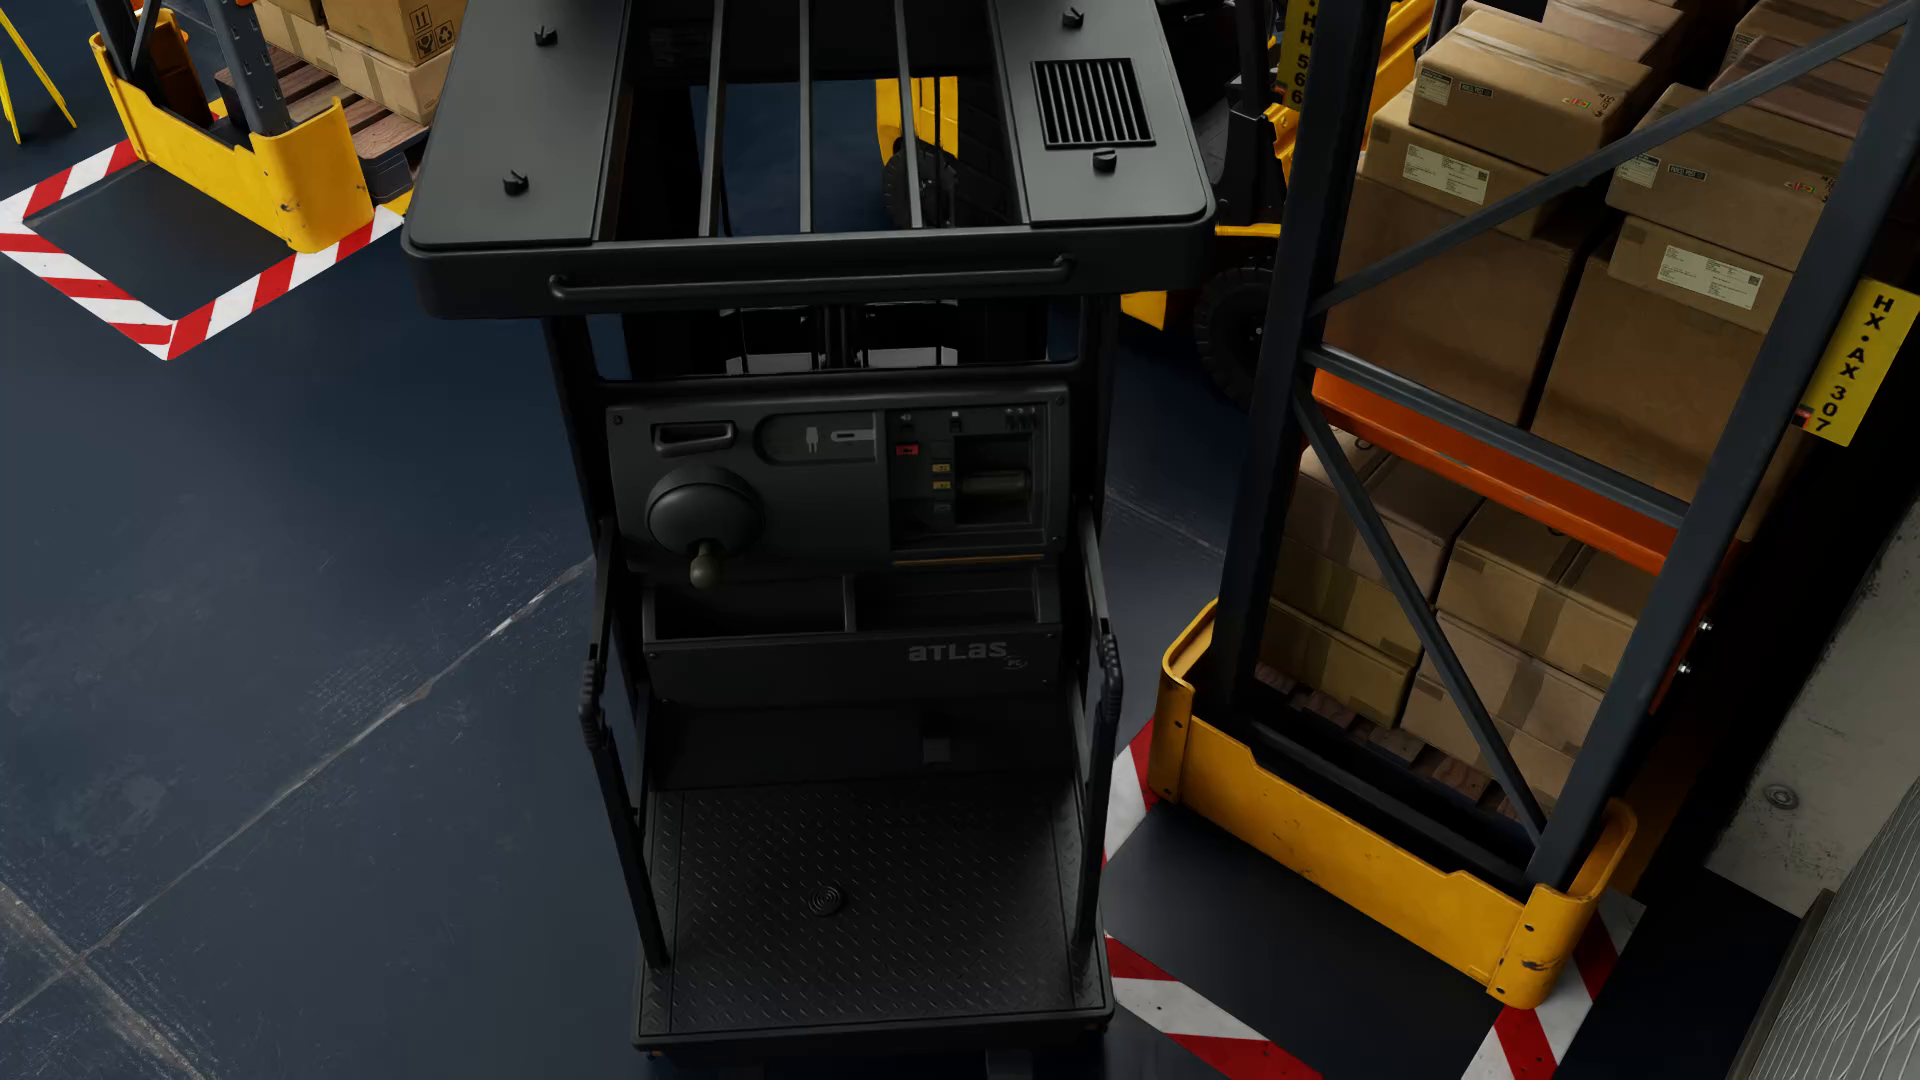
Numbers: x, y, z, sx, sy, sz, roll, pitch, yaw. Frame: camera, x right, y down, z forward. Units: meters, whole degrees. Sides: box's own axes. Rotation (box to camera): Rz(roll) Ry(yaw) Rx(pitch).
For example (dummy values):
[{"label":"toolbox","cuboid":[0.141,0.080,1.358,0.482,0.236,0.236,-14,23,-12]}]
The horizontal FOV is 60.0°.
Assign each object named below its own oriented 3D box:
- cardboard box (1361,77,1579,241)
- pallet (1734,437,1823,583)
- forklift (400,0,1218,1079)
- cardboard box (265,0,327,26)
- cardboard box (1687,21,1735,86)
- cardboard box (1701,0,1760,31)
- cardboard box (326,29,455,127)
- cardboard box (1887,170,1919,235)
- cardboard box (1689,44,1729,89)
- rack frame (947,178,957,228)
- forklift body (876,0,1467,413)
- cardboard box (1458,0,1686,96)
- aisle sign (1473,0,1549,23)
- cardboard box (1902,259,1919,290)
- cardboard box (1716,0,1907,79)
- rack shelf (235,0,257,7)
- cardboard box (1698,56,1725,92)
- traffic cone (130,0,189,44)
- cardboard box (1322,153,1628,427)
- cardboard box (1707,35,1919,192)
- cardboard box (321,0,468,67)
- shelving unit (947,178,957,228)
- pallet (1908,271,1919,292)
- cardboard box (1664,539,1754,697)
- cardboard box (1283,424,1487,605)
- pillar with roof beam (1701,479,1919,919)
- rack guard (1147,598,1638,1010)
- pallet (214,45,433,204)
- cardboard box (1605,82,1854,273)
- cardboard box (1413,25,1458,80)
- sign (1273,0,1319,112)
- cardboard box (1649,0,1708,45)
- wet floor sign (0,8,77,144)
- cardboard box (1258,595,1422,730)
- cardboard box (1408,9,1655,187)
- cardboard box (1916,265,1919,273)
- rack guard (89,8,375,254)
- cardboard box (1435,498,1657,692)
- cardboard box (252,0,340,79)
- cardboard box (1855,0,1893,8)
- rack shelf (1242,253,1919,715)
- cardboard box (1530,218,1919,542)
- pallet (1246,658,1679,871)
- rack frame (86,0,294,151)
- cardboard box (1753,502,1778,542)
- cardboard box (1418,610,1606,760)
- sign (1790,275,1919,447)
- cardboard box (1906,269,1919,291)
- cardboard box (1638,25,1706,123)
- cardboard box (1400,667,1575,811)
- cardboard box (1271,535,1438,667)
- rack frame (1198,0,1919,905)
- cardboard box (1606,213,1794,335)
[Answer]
[{"label":"cardboard box","cuboid":[1.064,-0.800,3.422,0.380,0.149,0.250,30,53,25]},{"label":"pallet","cuboid":[2.255,-0.407,5.493,1.003,0.211,1.213,29,53,25]},{"label":"forklift","cuboid":[-0.223,-0.016,3.238,1.130,2.935,3.031,-3,46,-3]},{"label":"cardboard box","cuboid":[-2.573,-2.440,6.599,0.500,0.500,0.500,30,53,25]},{"label":"cardboard box","cuboid":[1.565,-1.218,3.821,0.380,0.149,0.250,29,53,25]},{"label":"cardboard box","cuboid":[1.602,-1.305,3.699,0.380,0.149,0.250,30,53,25]},{"label":"cardboard box","cuboid":[-2.144,-1.946,6.646,0.500,0.250,0.500,29,53,25]},{"label":"cardboard box","cuboid":[1.898,-0.723,3.797,0.500,0.500,0.500,31,54,26]},{"label":"cardboard box","cuboid":[1.492,-0.944,4.009,0.500,0.500,0.500,31,54,26]},{"label":"rack frame","cuboid":[0.073,-0.550,4.941,0.240,1.200,0.006,10,47,8]},{"label":"forklift body","cuboid":[0.790,-1.818,5.499,2.313,2.155,1.214,29,53,25]},{"label":"cardboard box","cuboid":[1.252,-1.034,3.440,0.380,0.149,0.250,29,53,25]},{"label":"aisle sign","cuboid":[0.801,-1.210,2.533,0.394,0.787,0.004,29,53,25]},{"label":"cardboard box","cuboid":[2.772,-0.917,5.317,0.500,0.250,0.500,29,53,25]},{"label":"cardboard box","cuboid":[1.785,-0.971,3.379,0.380,0.149,0.250,30,53,26]},{"label":"rack shelf","cuboid":[-1.633,-3.308,6.833,1.077,0.370,4.000,29,53,25]},{"label":"cardboard box","cuboid":[1.748,-0.869,3.488,0.380,0.149,0.250,28,53,24]},{"label":"traffic cone","cuboid":[-3.614,-2.352,7.177,0.336,0.463,0.334,29,53,25]},{"label":"cardboard box","cuboid":[1.167,-0.652,3.729,0.500,0.500,0.500,28,52,24]},{"label":"cardboard box","cuboid":[1.661,-0.803,3.219,0.380,0.149,0.250,31,54,26]},{"label":"cardboard box","cuboid":[-2.130,-2.219,6.388,0.500,0.500,0.500,28,52,24]},{"label":"shelving unit","cuboid":[0.093,-0.614,5.003,0.258,1.200,0.189,10,47,8]},{"label":"pallet","cuboid":[3.000,-1.109,6.163,1.003,0.211,1.213,29,53,25]},{"label":"cardboard box","cuboid":[1.859,0.114,4.678,0.500,0.250,0.500,30,53,25]},{"label":"cardboard box","cuboid":[1.109,-0.161,4.249,0.500,0.250,0.500,31,54,26]},{"label":"pillar with roof beam","cuboid":[-1.194,-4.195,3.034,9.100,9.000,0.400,29,53,25]},{"label":"rack guard","cuboid":[1.059,0.658,4.276,1.175,0.500,0.348,29,53,25]},{"label":"pallet","cuboid":[-2.285,-1.941,6.958,1.003,0.211,1.213,29,53,25]},{"label":"cardboard box","cuboid":[1.448,-0.679,3.100,0.380,0.149,0.250,28,53,24]},{"label":"cardboard box","cuboid":[1.197,-0.960,3.575,0.380,0.149,0.250,30,53,26]},{"label":"sign","cuboid":[0.653,-0.949,3.118,0.100,0.325,0.005,29,53,25]},{"label":"cardboard box","cuboid":[1.391,-1.195,3.594,0.380,0.149,0.250,30,53,26]},{"label":"wet floor sign","cuboid":[-3.819,-1.963,6.679,0.232,0.644,0.267,-25,51,-22]},{"label":"cardboard box","cuboid":[1.111,0.177,4.618,0.500,0.250,0.500,30,53,25]},{"label":"cardboard box","cuboid":[1.126,-0.879,3.292,0.380,0.149,0.250,29,53,25]},{"label":"cardboard box","cuboid":[3.085,-1.204,5.592,0.500,0.250,0.500,30,53,26]},{"label":"rack guard","cuboid":[-2.810,-1.592,6.425,1.175,0.500,0.348,29,53,25]},{"label":"cardboard box","cuboid":[1.518,0.049,4.049,0.500,0.250,0.500,28,53,24]},{"label":"cardboard box","cuboid":[-2.560,-2.202,6.890,0.500,0.250,0.500,29,53,25]},{"label":"cardboard box","cuboid":[1.948,-1.106,3.508,0.380,0.149,0.250,29,53,25]},{"label":"rack shelf","cuboid":[2.297,-1.115,4.739,1.077,0.370,4.000,29,53,25]},{"label":"cardboard box","cuboid":[1.597,-0.415,3.503,0.500,0.500,0.500,31,54,26]},{"label":"pallet","cuboid":[1.508,0.288,4.829,1.003,0.211,1.213,29,53,25]},{"label":"rack frame","cuboid":[-2.856,-2.412,5.479,1.000,3.000,0.127,29,53,25]},{"label":"cardboard box","cuboid":[2.160,-0.182,4.960,0.500,0.250,0.500,29,53,25]},{"label":"cardboard box","cuboid":[1.526,0.235,4.216,0.500,0.250,0.500,30,53,26]},{"label":"sign","cuboid":[1.510,-0.297,2.806,0.100,0.325,0.005,29,53,25]},{"label":"cardboard box","cuboid":[3.080,-1.043,5.783,0.500,0.250,0.500,29,53,25]},{"label":"cardboard box","cuboid":[1.404,-1.081,3.691,0.380,0.149,0.250,30,53,26]},{"label":"cardboard box","cuboid":[1.529,0.391,4.414,0.500,0.250,0.500,29,53,25]},{"label":"cardboard box","cuboid":[1.124,-0.004,4.445,0.500,0.250,0.500,29,53,25]},{"label":"rack frame","cuboid":[1.074,-0.219,3.385,1.000,3.000,0.127,29,53,25]},{"label":"cardboard box","cuboid":[1.487,-0.557,3.190,0.380,0.149,0.250,28,52,24]}]
